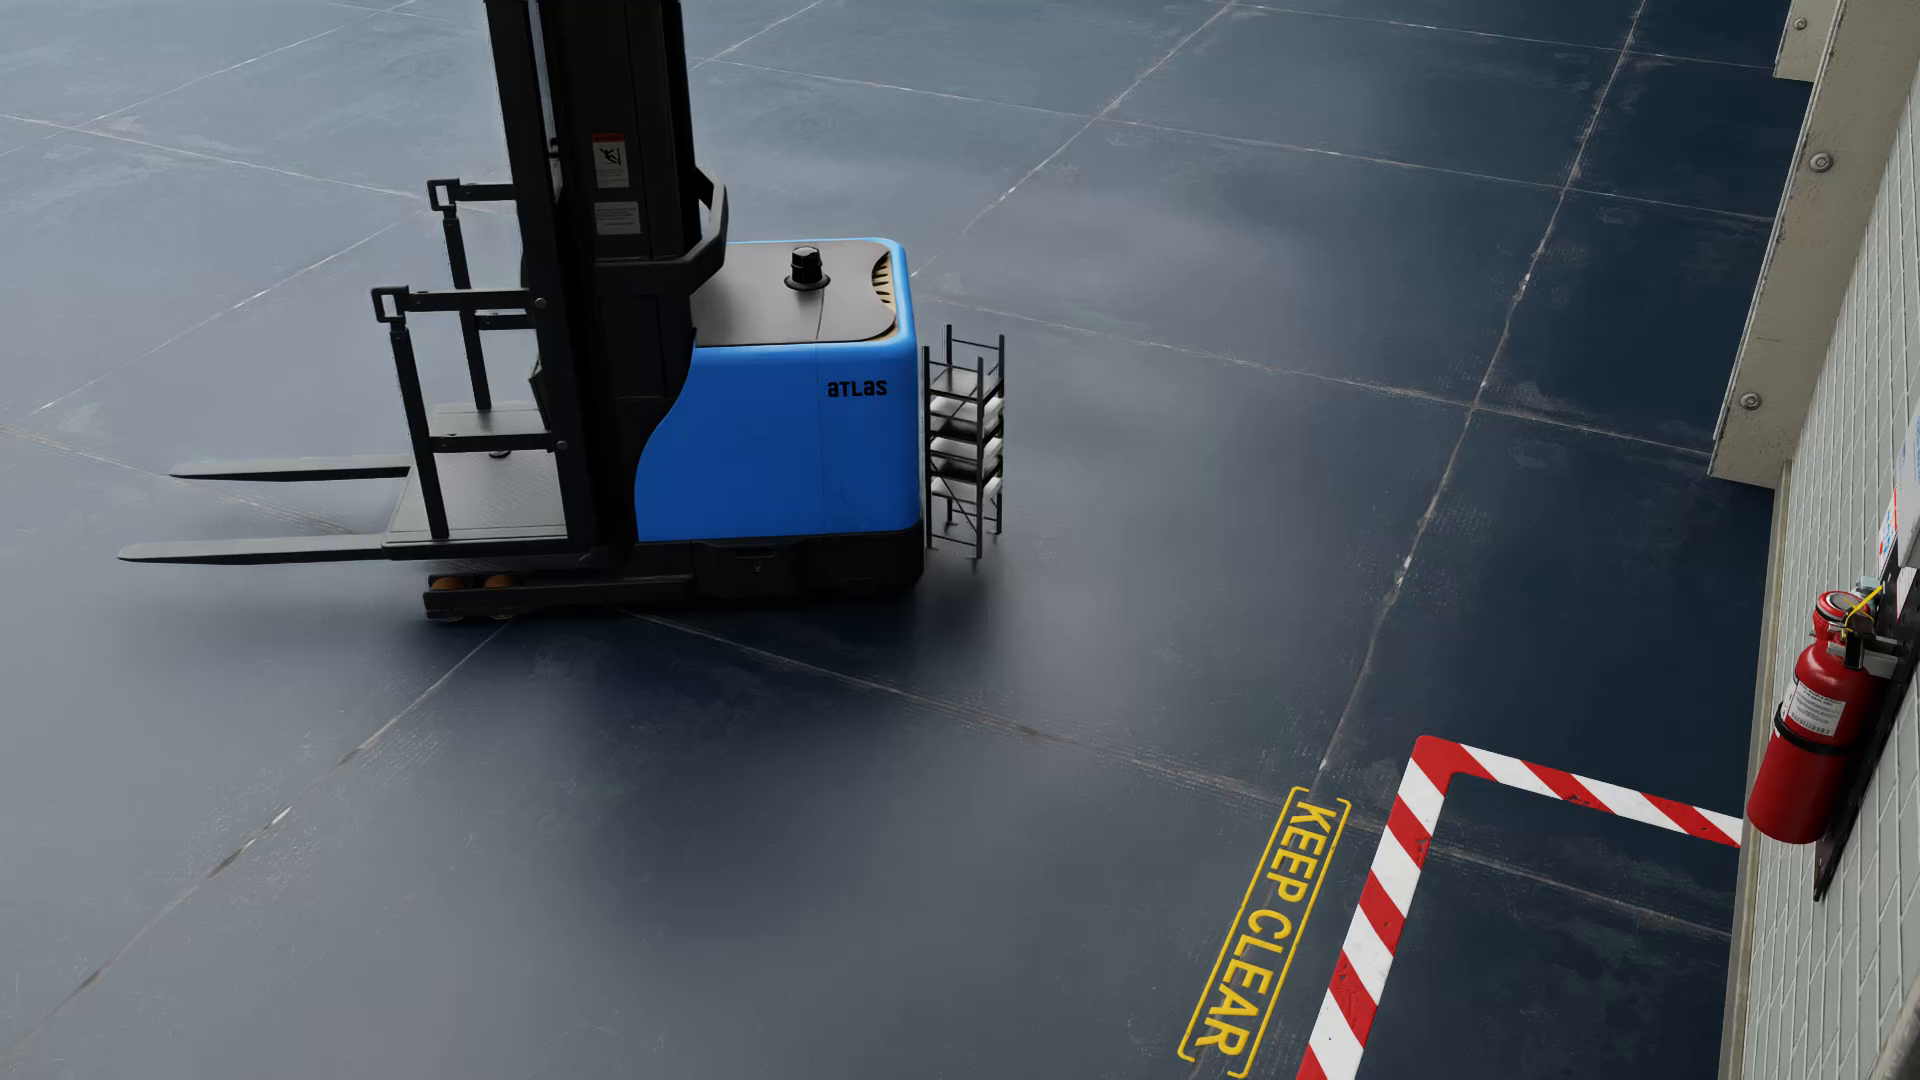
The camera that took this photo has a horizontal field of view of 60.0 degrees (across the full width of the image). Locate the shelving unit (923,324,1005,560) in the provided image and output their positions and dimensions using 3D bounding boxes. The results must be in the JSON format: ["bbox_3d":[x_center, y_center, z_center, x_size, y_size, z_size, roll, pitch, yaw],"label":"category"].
[{"bbox_3d":[0.017,-0.374,6.500,0.258,0.900,0.210,14,36,20],"label":"shelving unit"}]

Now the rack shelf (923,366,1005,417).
[{"bbox_3d":[0.017,-0.572,6.370,0.258,0.077,0.200,14,36,20],"label":"rack shelf"}]

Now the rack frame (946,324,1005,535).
[{"bbox_3d":[0.058,-0.425,6.577,0.240,0.900,0.006,14,36,20],"label":"rack frame"}]

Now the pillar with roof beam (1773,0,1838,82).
[{"bbox_3d":[2.049,-8.082,10.869,9.100,9.000,0.400,14,36,20],"label":"pillar with roof beam"}]

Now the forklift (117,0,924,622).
[{"bbox_3d":[-1.682,-1.219,5.936,3.031,2.935,1.130,-2,33,-4],"label":"forklift"}]

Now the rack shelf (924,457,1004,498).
[{"bbox_3d":[0.017,-0.271,6.567,0.258,0.077,0.200,14,36,20],"label":"rack shelf"}]

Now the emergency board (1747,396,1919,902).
[{"bbox_3d":[2.007,0.169,3.757,0.194,1.169,0.643,14,36,20],"label":"emergency board"}]

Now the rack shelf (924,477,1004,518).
[{"bbox_3d":[0.017,-0.196,6.617,0.258,0.077,0.200,14,36,20],"label":"rack shelf"}]

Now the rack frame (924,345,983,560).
[{"bbox_3d":[-0.024,-0.323,6.422,0.240,0.900,0.006,14,36,20],"label":"rack frame"}]

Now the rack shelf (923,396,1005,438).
[{"bbox_3d":[0.017,-0.497,6.419,0.258,0.077,0.200,14,36,20],"label":"rack shelf"}]

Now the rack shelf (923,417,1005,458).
[{"bbox_3d":[0.017,-0.421,6.469,0.258,0.077,0.200,14,36,20],"label":"rack shelf"}]

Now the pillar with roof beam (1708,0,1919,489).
[{"bbox_3d":[-0.461,-5.094,6.312,9.100,9.000,0.400,14,36,20],"label":"pillar with roof beam"}]

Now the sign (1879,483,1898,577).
[{"bbox_3d":[2.332,-0.098,4.131,0.001,0.329,0.234,14,36,20],"label":"sign"}]

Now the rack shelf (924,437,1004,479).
[{"bbox_3d":[0.017,-0.346,6.518,0.258,0.077,0.200,14,36,20],"label":"rack shelf"}]
